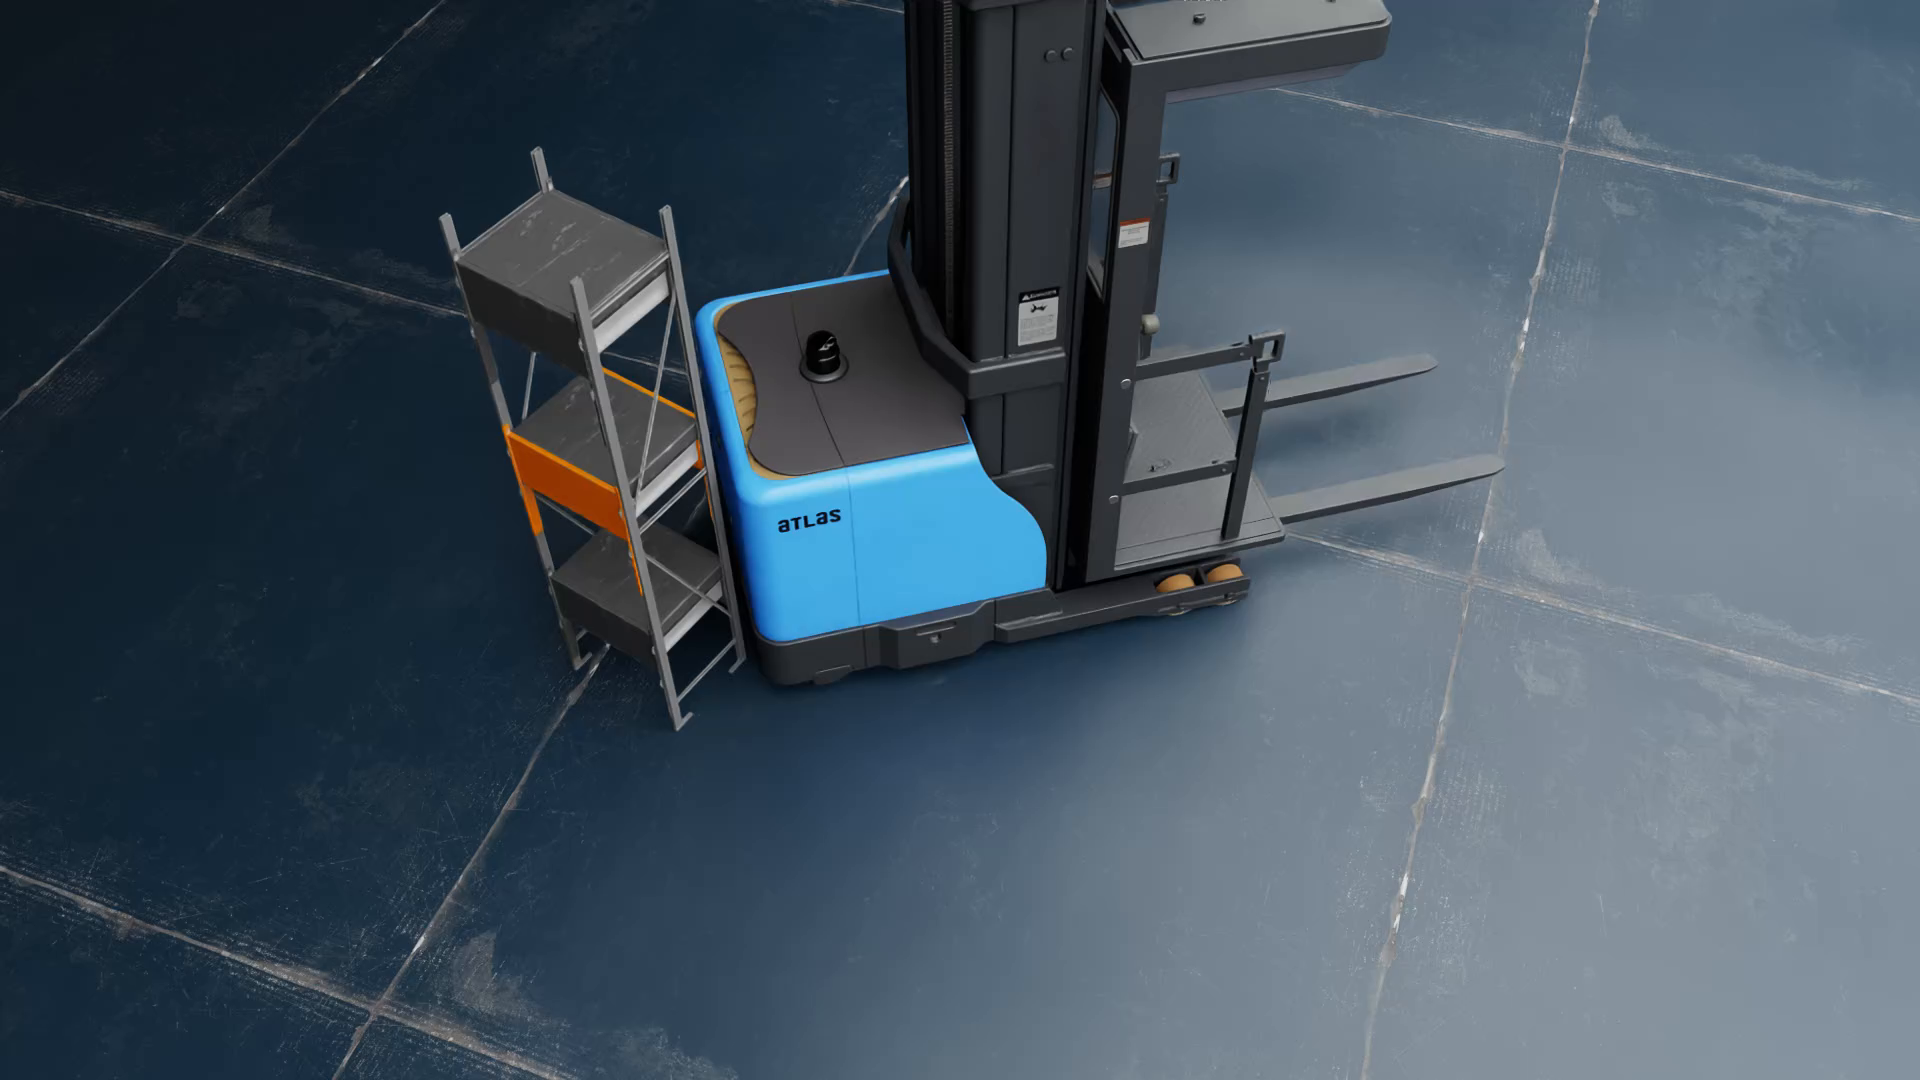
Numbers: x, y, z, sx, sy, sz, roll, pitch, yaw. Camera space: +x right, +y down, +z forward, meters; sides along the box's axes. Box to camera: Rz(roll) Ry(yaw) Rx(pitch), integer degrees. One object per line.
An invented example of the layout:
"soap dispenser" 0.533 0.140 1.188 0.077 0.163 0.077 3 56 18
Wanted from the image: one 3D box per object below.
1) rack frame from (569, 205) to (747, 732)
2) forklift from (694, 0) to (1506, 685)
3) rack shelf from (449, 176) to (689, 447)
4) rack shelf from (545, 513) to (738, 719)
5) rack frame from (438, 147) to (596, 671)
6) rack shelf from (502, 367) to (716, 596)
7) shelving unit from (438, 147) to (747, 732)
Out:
"rack frame" -0.921 -0.122 5.330 0.015 2.100 0.400 27 54 22
"forklift" 0.613 -1.048 5.585 3.031 2.935 1.130 -12 50 -10
"rack shelf" -1.126 -0.673 4.901 0.480 0.518 0.431 27 54 22
"rack shelf" -1.121 0.242 5.960 0.480 0.518 0.431 27 54 22
"rack frame" -1.326 -0.327 5.509 0.015 2.100 0.400 27 54 22
"rack shelf" -1.123 -0.215 5.430 0.480 0.518 0.431 27 54 22
"shelving unit" -1.123 -0.224 5.420 0.503 2.100 0.431 27 54 22
